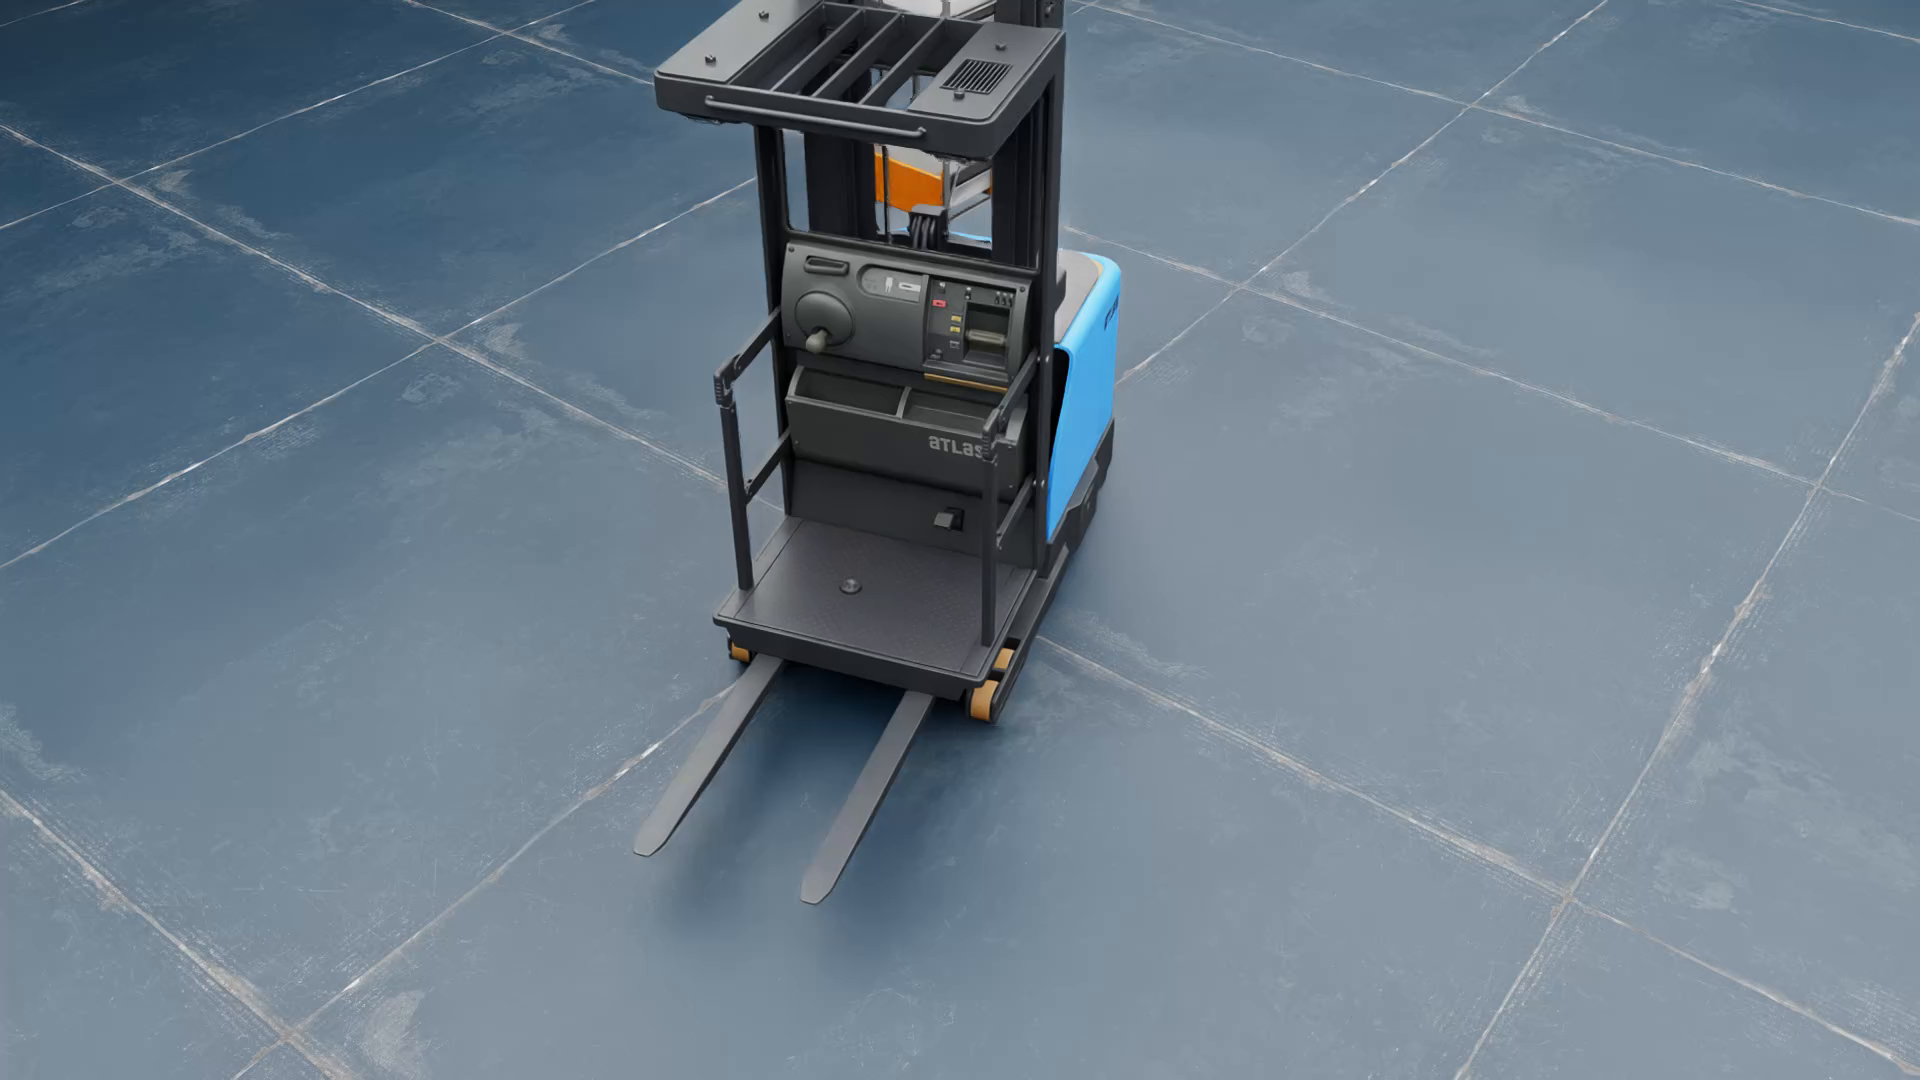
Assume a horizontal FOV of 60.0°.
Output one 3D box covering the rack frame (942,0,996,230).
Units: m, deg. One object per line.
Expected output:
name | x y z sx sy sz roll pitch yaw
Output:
rack frame | 0.061 -1.489 7.448 0.015 2.100 0.400 27 46 30

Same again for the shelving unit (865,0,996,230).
shelving unit | -0.126 -1.585 7.571 0.503 2.100 0.431 27 46 30

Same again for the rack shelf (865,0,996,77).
rack shelf | -0.126 -2.126 7.148 0.480 0.518 0.431 27 46 30

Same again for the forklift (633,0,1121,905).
forklift | -0.274 -0.746 5.825 1.130 2.935 3.031 12 40 15

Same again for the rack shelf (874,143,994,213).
rack shelf | -0.126 -1.575 7.580 0.480 0.518 0.431 27 46 30

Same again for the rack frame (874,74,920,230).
rack frame | -0.314 -1.682 7.694 0.015 2.100 0.400 27 46 30
